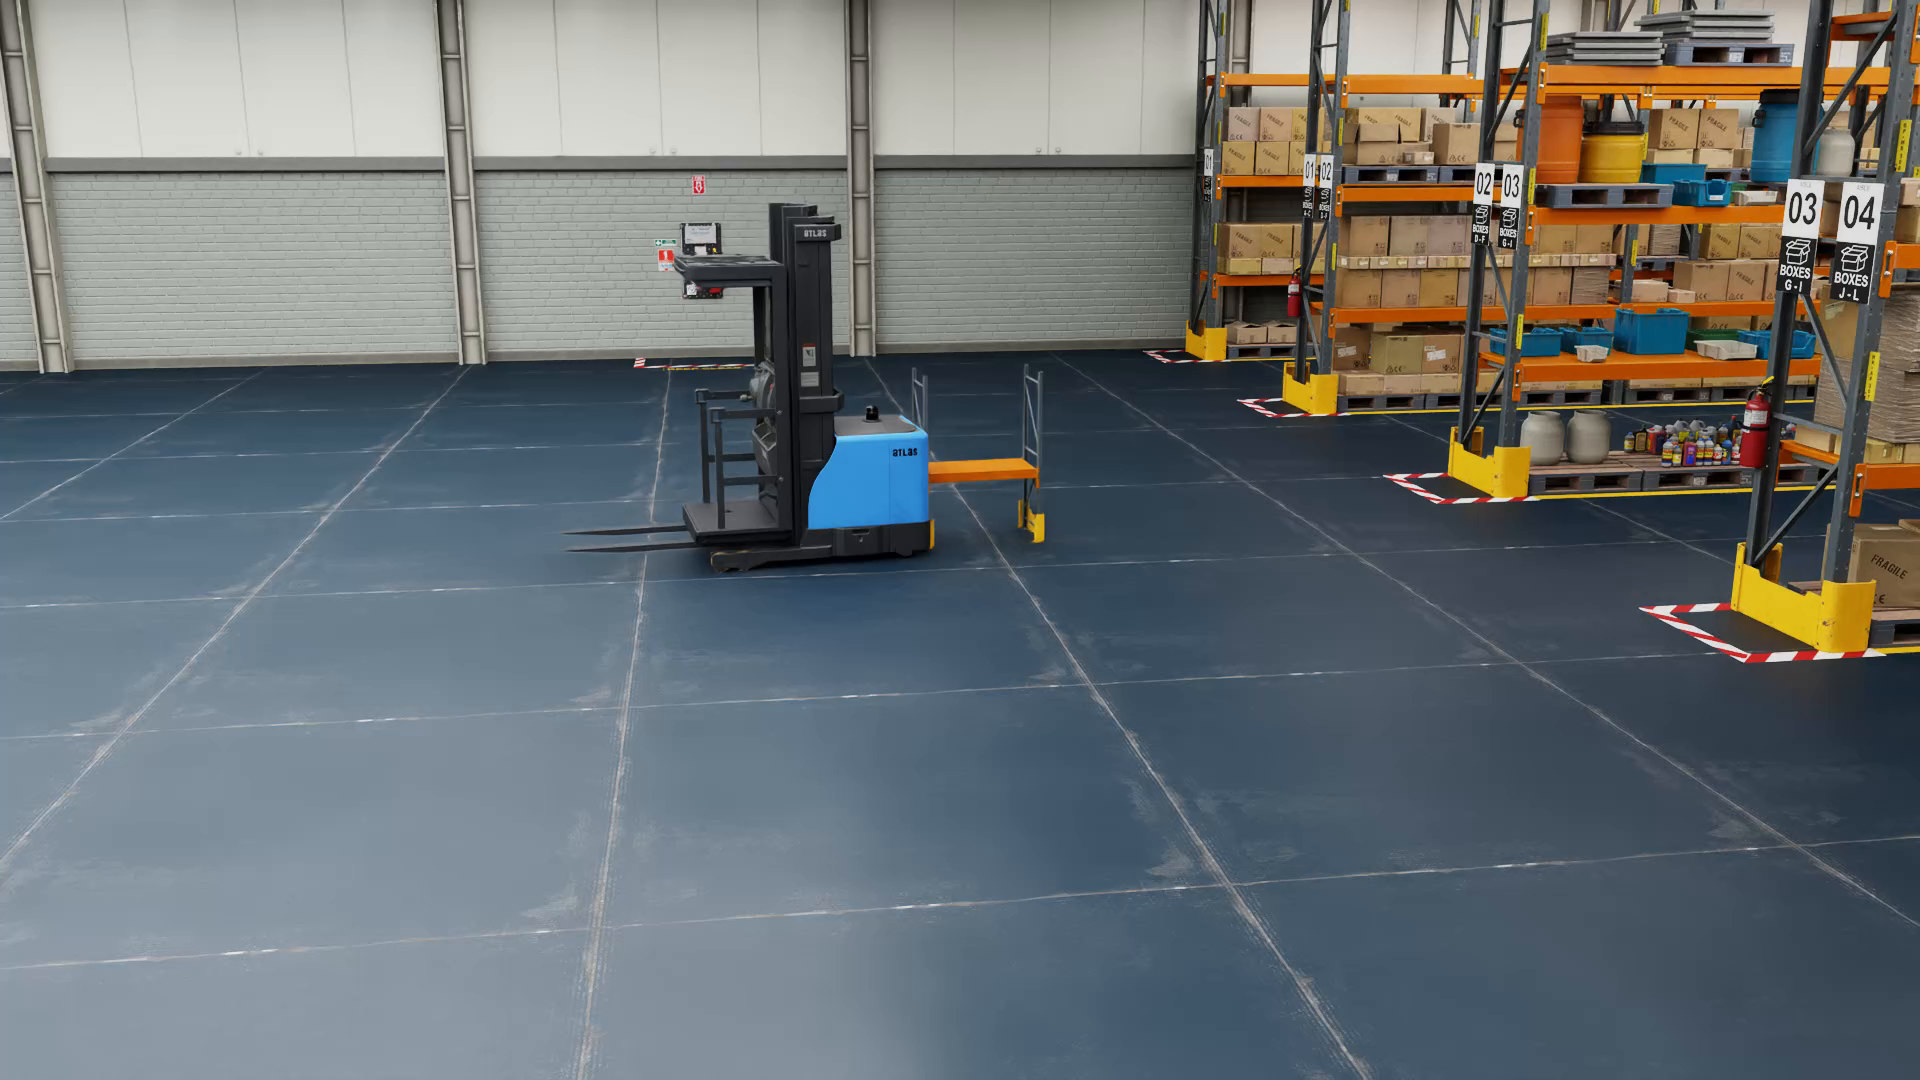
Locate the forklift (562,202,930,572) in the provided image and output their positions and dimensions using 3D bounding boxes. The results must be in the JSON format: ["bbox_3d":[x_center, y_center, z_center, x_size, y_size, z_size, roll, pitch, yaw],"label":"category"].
[{"bbox_3d":[-1.829,-1.299,13.875,3.031,2.935,1.130,-4,15,-15],"label":"forklift"}]

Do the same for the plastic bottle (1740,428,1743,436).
[{"bbox_3d":[8.267,-1.071,17.532,0.097,0.271,0.097,0,14,0],"label":"plastic bottle"}]

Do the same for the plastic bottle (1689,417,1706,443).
[{"bbox_3d":[7.785,-1.122,17.571,0.185,0.351,0.144,-2,14,-9],"label":"plastic bottle"}]

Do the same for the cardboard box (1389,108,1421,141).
[{"bbox_3d":[6.778,-6.420,25.688,0.500,0.500,0.500,-1,14,-5],"label":"cardboard box"}]

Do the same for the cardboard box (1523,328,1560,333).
[{"bbox_3d":[7.596,-2.486,21.715,0.500,0.500,0.500,-2,14,-8],"label":"cardboard box"}]

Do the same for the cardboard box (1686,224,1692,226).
[{"bbox_3d":[12.142,-5.318,27.362,0.500,0.250,0.500,-2,14,-7],"label":"cardboard box"}]

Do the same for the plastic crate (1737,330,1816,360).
[{"bbox_3d":[8.199,-1.968,16.707,0.616,0.251,0.499,-2,14,-8],"label":"plastic crate"}]

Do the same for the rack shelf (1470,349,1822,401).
[{"bbox_3d":[7.275,-1.724,16.908,4.000,0.370,1.077,-2,14,-8],"label":"rack shelf"}]

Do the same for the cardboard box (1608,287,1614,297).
[{"bbox_3d":[10.455,-3.994,27.173,0.500,0.250,0.500,-2,14,-7],"label":"cardboard box"}]

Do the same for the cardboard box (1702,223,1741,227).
[{"bbox_3d":[12.248,-5.195,26.870,0.500,0.250,0.500,-2,14,-7],"label":"cardboard box"}]

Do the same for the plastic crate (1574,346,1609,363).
[{"bbox_3d":[6.230,-1.827,16.384,0.250,0.136,0.298,-2,14,-8],"label":"plastic crate"}]

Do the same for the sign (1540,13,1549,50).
[{"bbox_3d":[5.375,-4.676,15.299,0.005,0.325,0.100,-2,14,-8],"label":"sign"}]

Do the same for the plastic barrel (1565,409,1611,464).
[{"bbox_3d":[6.432,-1.058,17.024,0.421,0.512,0.421,0,14,0],"label":"plastic barrel"}]

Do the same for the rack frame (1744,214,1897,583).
[{"bbox_3d":[6.035,-0.809,11.781,0.127,3.000,1.000,-2,14,-8],"label":"rack frame"}]

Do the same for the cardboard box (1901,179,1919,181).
[{"bbox_3d":[6.538,-2.451,11.650,0.250,0.149,0.380,-3,14,-10],"label":"cardboard box"}]

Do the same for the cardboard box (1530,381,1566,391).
[{"bbox_3d":[7.596,-2.122,21.805,0.500,0.250,0.500,-2,14,-8],"label":"cardboard box"}]

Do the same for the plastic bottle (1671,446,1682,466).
[{"bbox_3d":[7.239,-0.851,16.796,0.097,0.201,0.097,0,14,0],"label":"plastic bottle"}]

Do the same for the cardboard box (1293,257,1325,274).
[{"bbox_3d":[5.367,-4.301,25.972,0.500,0.250,0.500,-2,14,-9],"label":"cardboard box"}]

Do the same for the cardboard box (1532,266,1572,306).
[{"bbox_3d":[7.560,-3.347,21.696,0.500,0.500,0.700,-2,14,-9],"label":"cardboard box"}]

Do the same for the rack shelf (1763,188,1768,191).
[{"bbox_3d":[10.496,-4.515,21.872,4.000,0.370,1.077,-2,14,-8],"label":"rack shelf"}]

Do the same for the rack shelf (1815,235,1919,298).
[{"bbox_3d":[8.013,-1.987,11.792,4.000,0.370,1.077,-2,14,-8],"label":"rack shelf"}]

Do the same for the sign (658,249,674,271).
[{"bbox_3d":[-4.560,-4.341,25.791,0.234,0.329,0.001,-2,14,-8],"label":"sign"}]

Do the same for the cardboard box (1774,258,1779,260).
[{"bbox_3d":[13.360,-4.571,27.256,0.250,0.149,0.380,-2,14,-7],"label":"cardboard box"}]

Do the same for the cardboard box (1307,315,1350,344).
[{"bbox_3d":[5.815,-3.423,26.438,0.500,0.500,0.700,-3,14,-12],"label":"cardboard box"}]

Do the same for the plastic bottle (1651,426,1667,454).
[{"bbox_3d":[7.318,-1.045,17.402,0.133,0.283,0.061,-2,14,-8],"label":"plastic bottle"}]

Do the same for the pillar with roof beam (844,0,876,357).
[{"bbox_3d":[-0.907,-6.274,21.238,0.400,9.000,9.100,-2,14,-8],"label":"pillar with roof beam"}]

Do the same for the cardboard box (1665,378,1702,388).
[{"bbox_3d":[9.460,-2.180,22.037,0.500,0.250,0.500,-2,14,-7],"label":"cardboard box"}]

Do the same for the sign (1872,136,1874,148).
[{"bbox_3d":[12.395,-5.318,22.532,0.005,0.325,0.100,-2,14,-8],"label":"sign"}]

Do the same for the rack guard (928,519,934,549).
[{"bbox_3d":[-0.330,-0.117,14.674,0.087,0.250,0.587,-3,14,-13],"label":"rack guard"}]

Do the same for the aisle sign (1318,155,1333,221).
[{"bbox_3d":[4.544,-4.377,20.663,0.004,0.787,0.394,-2,14,-8],"label":"aisle sign"}]

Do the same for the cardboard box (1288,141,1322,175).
[{"bbox_3d":[5.238,-5.879,25.585,0.500,0.500,0.500,-1,14,-6],"label":"cardboard box"}]

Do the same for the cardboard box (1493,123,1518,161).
[{"bbox_3d":[6.871,-5.084,21.298,0.637,0.503,0.797,-1,14,-2],"label":"cardboard box"}]

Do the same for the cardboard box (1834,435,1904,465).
[{"bbox_3d":[6.352,-0.640,11.624,0.250,0.149,0.380,-2,14,-8],"label":"cardboard box"}]

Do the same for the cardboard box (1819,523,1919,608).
[{"bbox_3d":[6.655,0.181,12.108,0.500,0.500,0.500,1,14,2],"label":"cardboard box"}]

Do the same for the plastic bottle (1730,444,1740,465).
[{"bbox_3d":[7.875,-0.874,16.889,0.097,0.201,0.097,0,14,0],"label":"plastic bottle"}]

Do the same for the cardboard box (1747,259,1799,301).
[{"bbox_3d":[10.817,-3.466,22.168,0.500,0.500,0.500,-3,14,-11],"label":"cardboard box"}]

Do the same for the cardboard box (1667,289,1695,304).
[{"bbox_3d":[9.425,-3.198,21.823,0.250,0.149,0.380,-2,14,-8],"label":"cardboard box"}]

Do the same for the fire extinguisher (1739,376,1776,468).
[{"bbox_3d":[5.853,-0.878,12.216,0.183,0.674,0.296,-2,14,-8],"label":"fire extinguisher"}]

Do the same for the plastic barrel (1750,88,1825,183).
[{"bbox_3d":[8.252,-4.037,16.591,0.708,0.901,0.600,-2,14,-8],"label":"plastic barrel"}]

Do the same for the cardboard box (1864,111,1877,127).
[{"bbox_3d":[14.798,-6.898,27.244,0.500,0.250,0.500,-1,14,-4],"label":"cardboard box"}]

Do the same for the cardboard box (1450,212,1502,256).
[{"bbox_3d":[6.592,-3.942,21.403,0.500,0.500,0.700,-2,14,-8],"label":"cardboard box"}]

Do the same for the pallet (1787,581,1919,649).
[{"bbox_3d":[6.919,0.520,12.214,1.213,0.211,1.003,-2,14,-8],"label":"pallet"}]

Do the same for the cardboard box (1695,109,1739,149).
[{"bbox_3d":[9.694,-5.325,21.528,0.500,0.500,0.500,-1,14,-3],"label":"cardboard box"}]

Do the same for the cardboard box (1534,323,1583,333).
[{"bbox_3d":[8.013,-2.629,22.286,0.500,0.500,0.500,-2,14,-8],"label":"cardboard box"}]

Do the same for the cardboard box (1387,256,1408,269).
[{"bbox_3d":[5.491,-3.536,21.117,0.250,0.149,0.380,-2,14,-8],"label":"cardboard box"}]

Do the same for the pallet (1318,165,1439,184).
[{"bbox_3d":[5.266,-4.623,21.006,1.213,0.211,1.003,-2,14,-8],"label":"pallet"}]

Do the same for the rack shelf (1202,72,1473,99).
[{"bbox_3d":[5.799,-7.015,25.681,4.000,0.370,1.077,-2,14,-8],"label":"rack shelf"}]

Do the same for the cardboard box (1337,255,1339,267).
[{"bbox_3d":[4.912,-3.615,21.430,0.250,0.149,0.380,-2,14,-9],"label":"cardboard box"}]

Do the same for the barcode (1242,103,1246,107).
[{"bbox_3d":[4.449,-6.809,26.044,0.075,0.075,0.001,-2,14,-8],"label":"barcode"}]

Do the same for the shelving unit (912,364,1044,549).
[{"bbox_3d":[0.154,-0.751,14.634,1.083,1.500,0.587,-3,14,-13],"label":"shelving unit"}]

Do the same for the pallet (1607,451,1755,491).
[{"bbox_3d":[7.373,-0.733,17.212,1.213,0.211,1.003,-2,14,-8],"label":"pallet"}]

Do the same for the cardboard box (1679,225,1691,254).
[{"bbox_3d":[12.160,-4.956,27.460,0.500,0.500,0.500,-2,14,-8],"label":"cardboard box"}]

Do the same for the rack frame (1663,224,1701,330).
[{"bbox_3d":[11.732,-4.673,27.189,0.127,3.000,1.000,-2,14,-8],"label":"rack frame"}]

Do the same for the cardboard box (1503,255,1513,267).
[{"bbox_3d":[7.025,-3.593,21.343,0.250,0.149,0.380,-2,14,-7],"label":"cardboard box"}]

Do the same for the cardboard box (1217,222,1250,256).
[{"bbox_3d":[4.256,-4.752,26.230,0.500,0.500,0.500,-2,14,-9],"label":"cardboard box"}]

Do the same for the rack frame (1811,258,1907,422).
[{"bbox_3d":[9.252,-2.145,17.109,0.127,3.000,1.000,-2,14,-8],"label":"rack frame"}]

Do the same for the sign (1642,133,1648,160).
[{"bbox_3d":[8.602,-4.947,20.891,0.005,0.325,0.100,-2,14,-8],"label":"sign"}]

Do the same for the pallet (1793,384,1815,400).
[{"bbox_3d":[11.654,-2.109,22.696,1.213,0.211,1.003,-2,14,-8],"label":"pallet"}]
